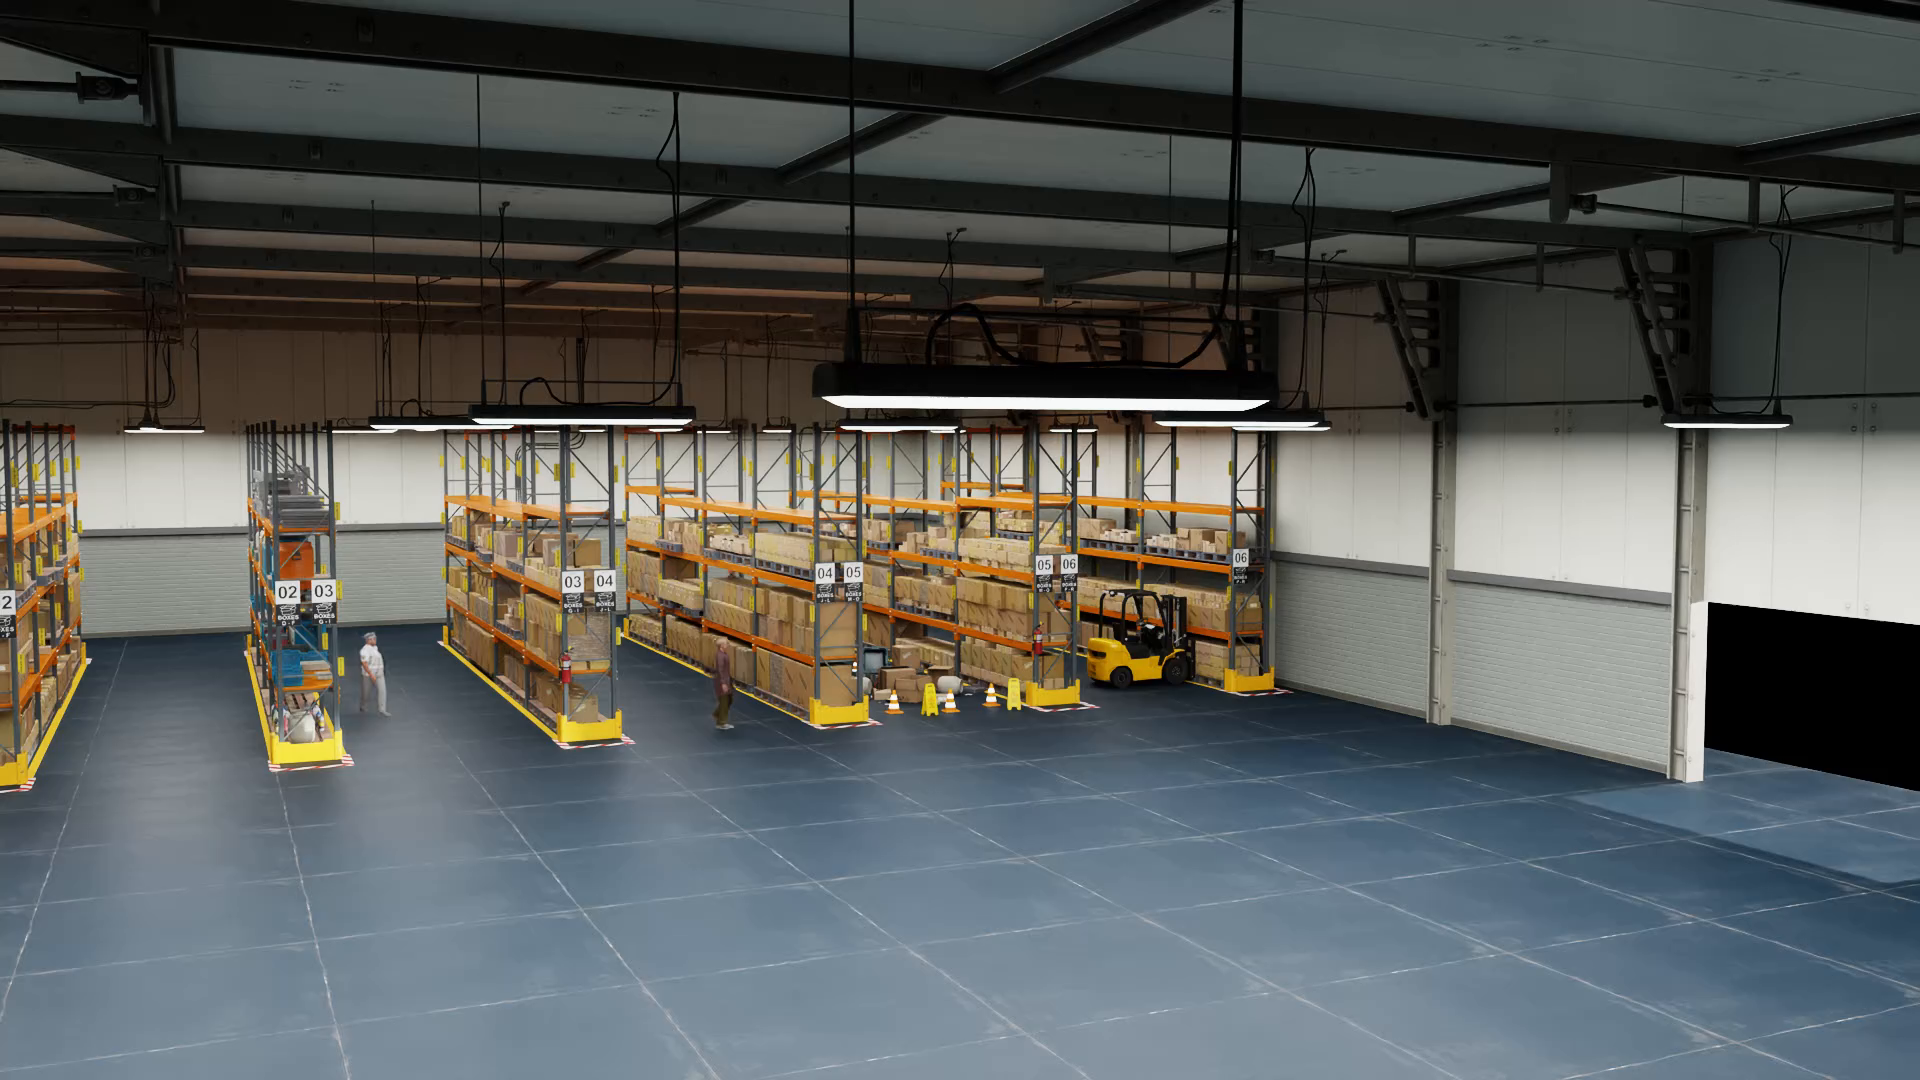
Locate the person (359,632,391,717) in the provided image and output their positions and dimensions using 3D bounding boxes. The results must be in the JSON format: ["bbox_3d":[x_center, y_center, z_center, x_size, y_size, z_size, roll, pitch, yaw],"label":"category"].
[{"bbox_3d":[-11.982,2.738,33.935,0.520,1.728,1.029,-3,4,-37],"label":"person"}]

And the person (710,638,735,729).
[{"bbox_3d":[-4.678,2.807,32.570,0.552,1.780,0.675,0,4,2],"label":"person"}]

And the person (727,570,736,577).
[{"bbox_3d":[-6.853,1.712,49.949,0.593,1.790,0.461,0,4,6],"label":"person"}]
